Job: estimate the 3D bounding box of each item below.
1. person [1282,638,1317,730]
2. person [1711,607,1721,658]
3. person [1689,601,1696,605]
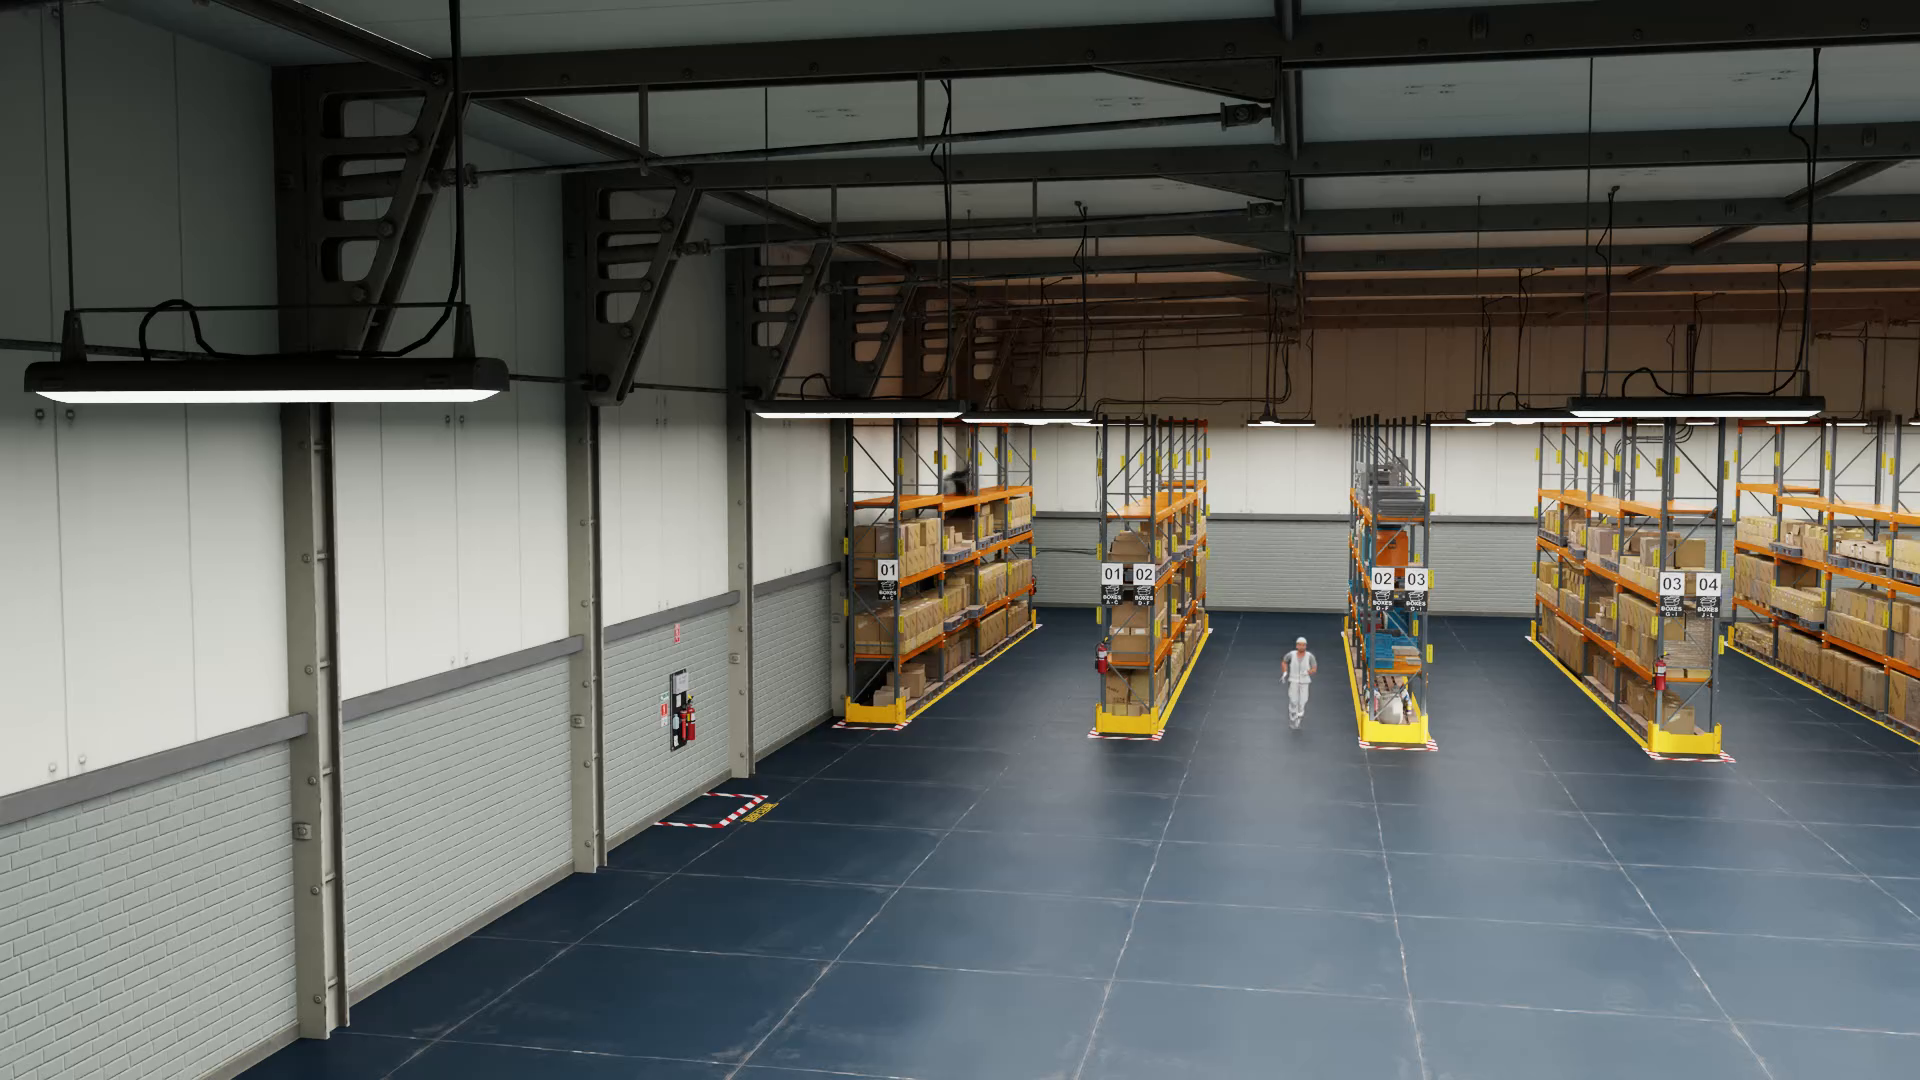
[{"bbox_3d":[6.456,2.737,31.624,0.640,1.776,0.664,1,4,8],"label":"person"},{"bbox_3d":[18.820,2.128,41.756,0.584,1.736,0.732,1,4,14],"label":"person"},{"bbox_3d":[19.748,1.946,45.181,0.569,1.563,0.689,0,4,-5],"label":"person"}]
